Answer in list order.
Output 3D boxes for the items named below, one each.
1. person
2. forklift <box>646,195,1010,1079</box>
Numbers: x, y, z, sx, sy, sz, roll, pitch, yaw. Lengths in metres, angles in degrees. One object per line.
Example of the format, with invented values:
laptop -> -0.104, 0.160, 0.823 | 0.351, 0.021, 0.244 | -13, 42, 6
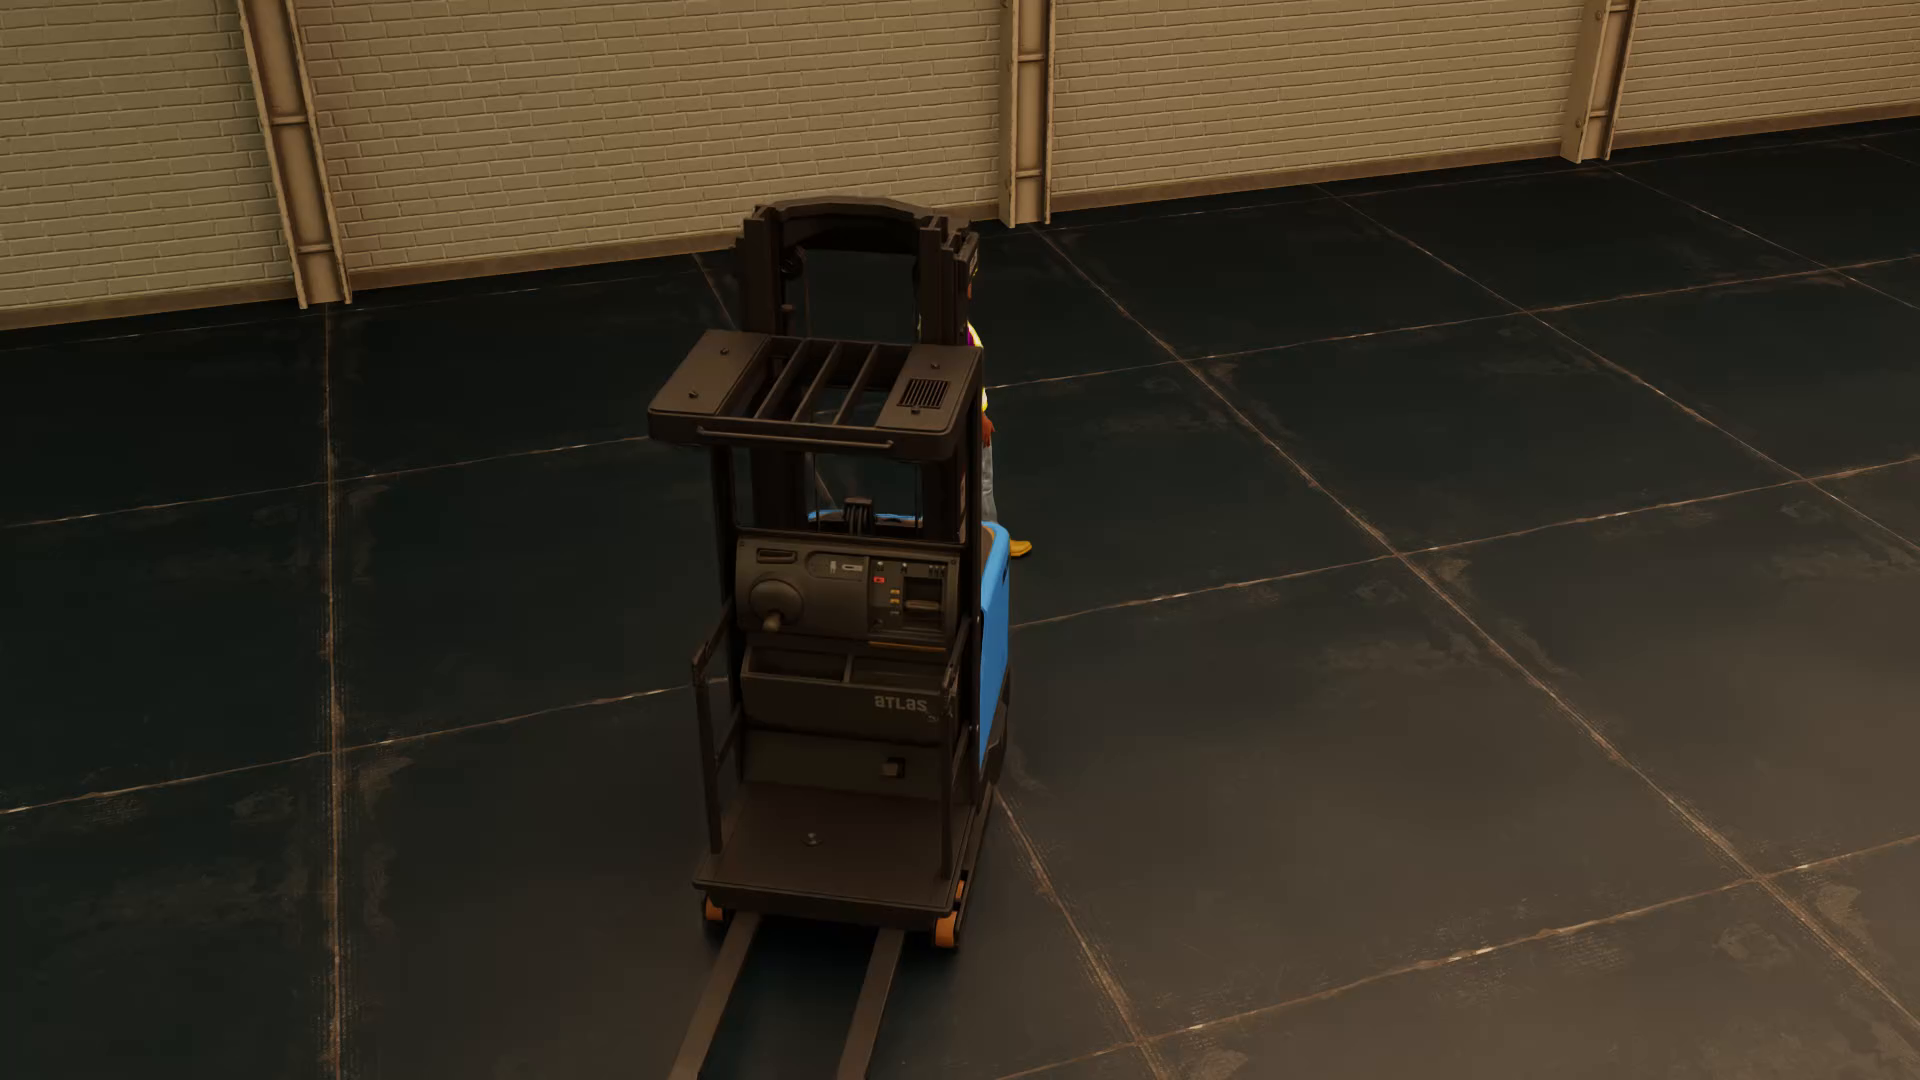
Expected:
person -> 0.068, -0.780, 9.596 | 0.577, 1.765, 0.665 | -10, 31, -16
forklift -> -0.498, 0.261, 6.634 | 1.130, 2.935, 3.031 | 5, 30, 8
